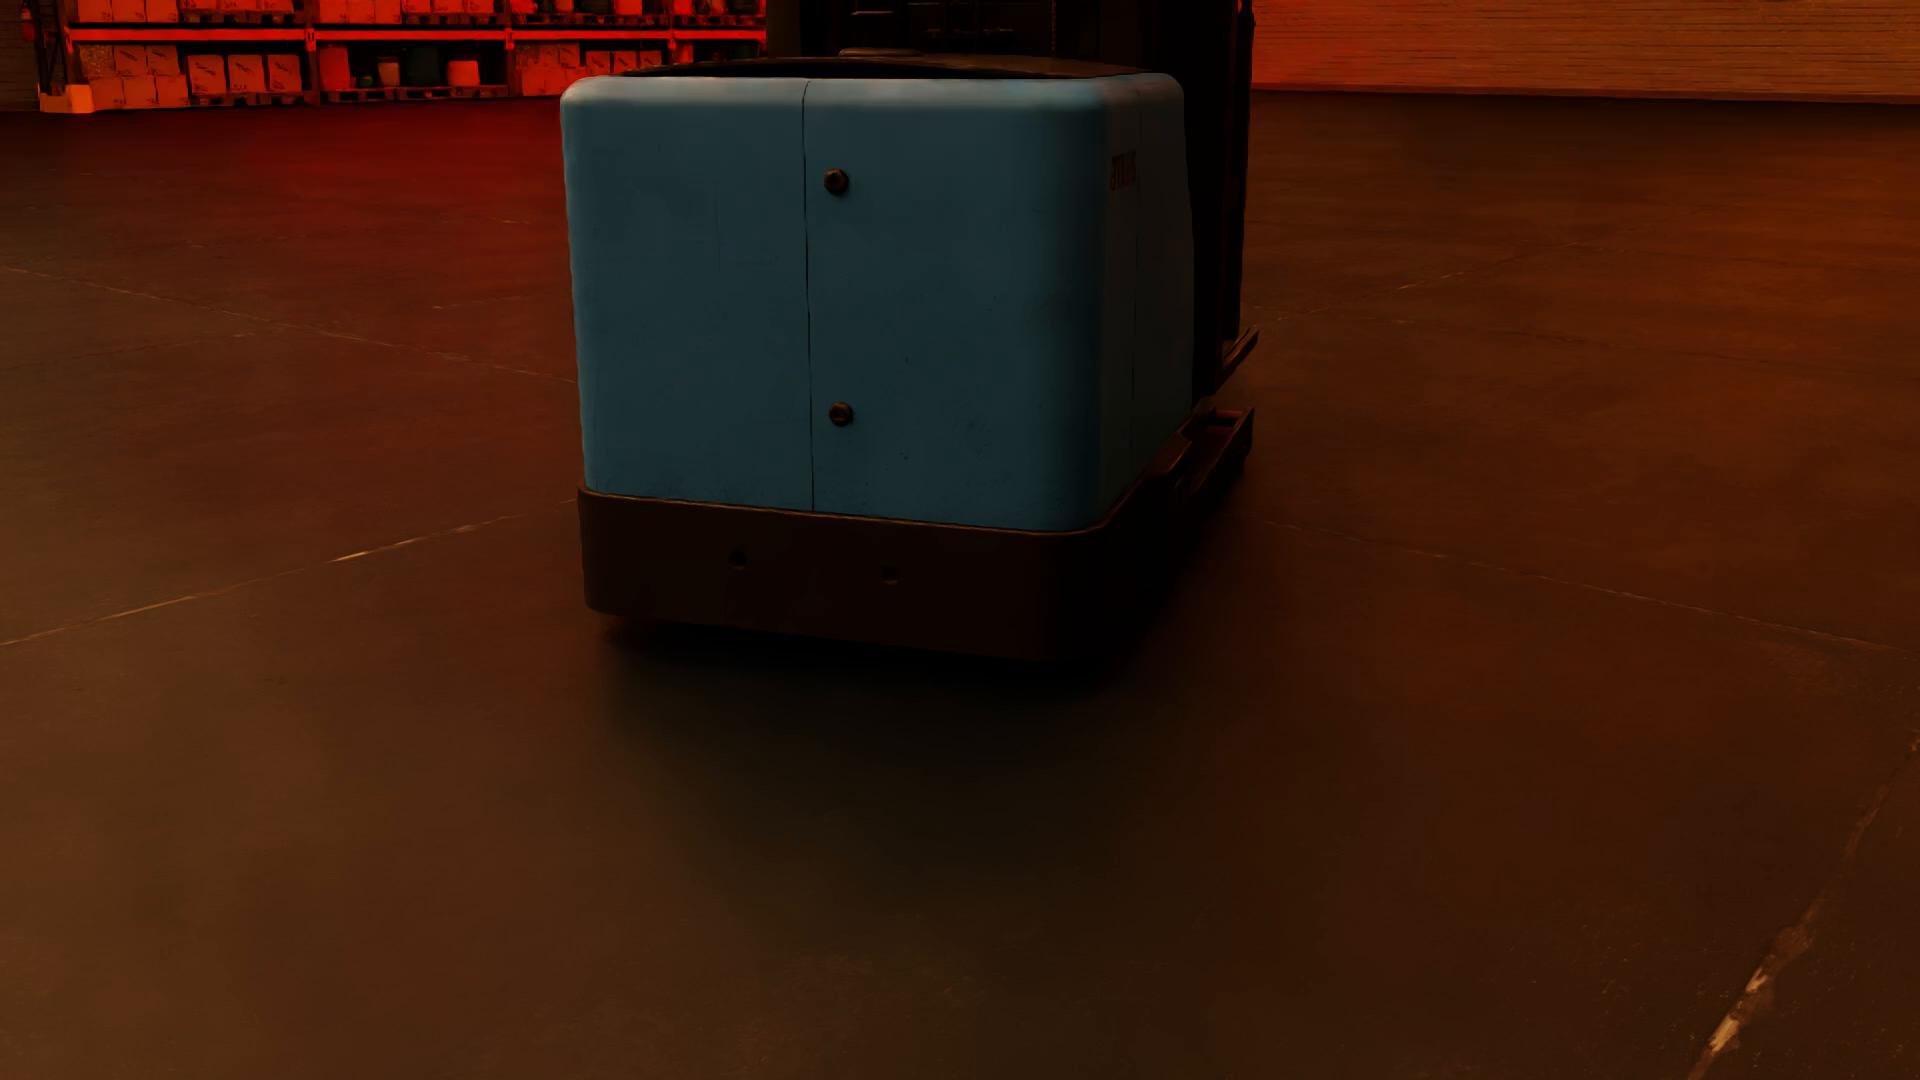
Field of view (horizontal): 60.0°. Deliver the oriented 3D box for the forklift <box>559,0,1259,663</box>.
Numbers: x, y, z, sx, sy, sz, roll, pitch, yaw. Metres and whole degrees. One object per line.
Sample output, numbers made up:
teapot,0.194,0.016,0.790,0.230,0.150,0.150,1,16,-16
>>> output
forklift,0.182,-1.571,4.072,1.130,2.935,3.031,5,18,17
